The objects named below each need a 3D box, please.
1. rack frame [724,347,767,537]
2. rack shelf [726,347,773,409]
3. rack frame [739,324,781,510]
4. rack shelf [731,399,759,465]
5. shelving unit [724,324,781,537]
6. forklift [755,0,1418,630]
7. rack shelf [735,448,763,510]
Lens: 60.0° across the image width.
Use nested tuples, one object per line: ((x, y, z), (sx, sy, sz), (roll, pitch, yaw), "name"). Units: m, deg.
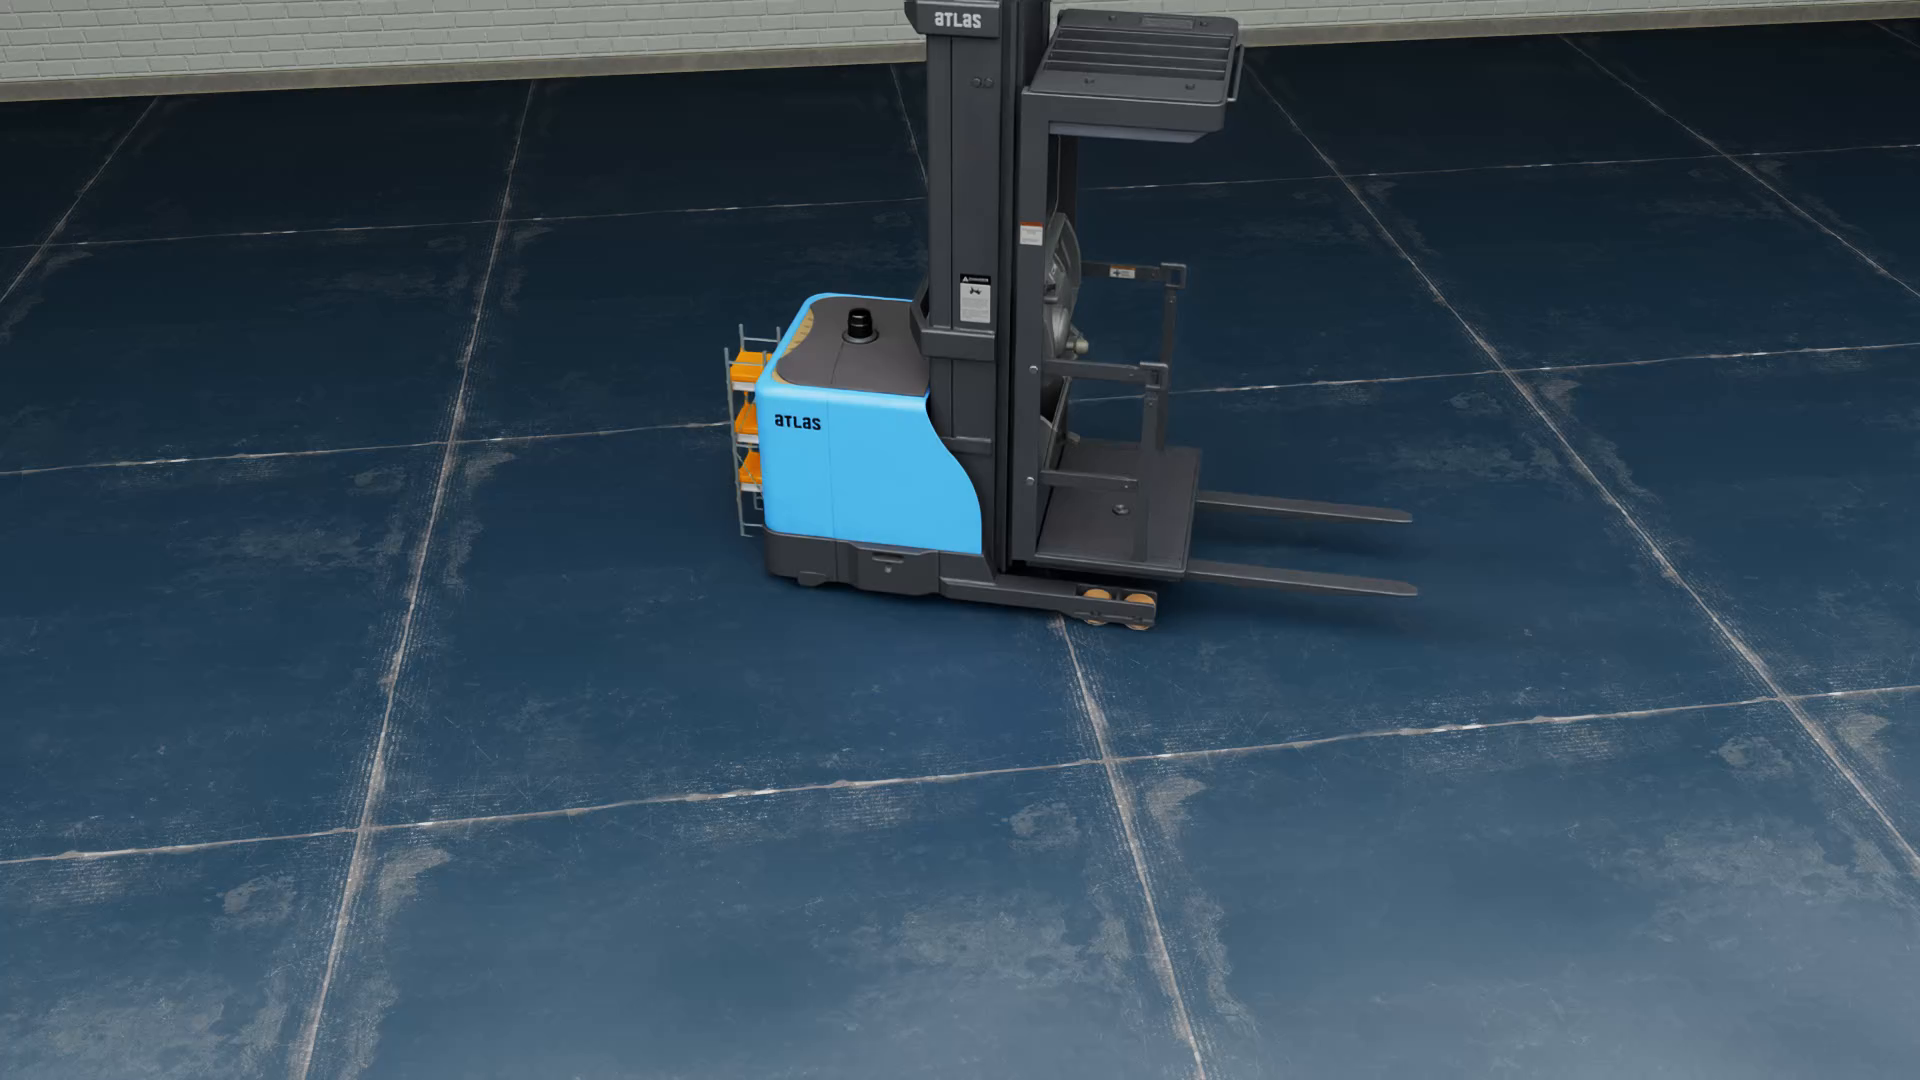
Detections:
((-0.991, -0.446, 7.972), (0.200, 1.050, 0.008), (6, 35, 8), "rack frame")
((-0.970, -0.739, 7.917), (0.215, 0.259, 0.240), (6, 35, 8), "rack shelf")
((-0.949, -0.581, 8.171), (0.200, 1.050, 0.008), (6, 35, 8), "rack frame")
((-0.970, -0.505, 8.077), (0.215, 0.259, 0.240), (6, 35, 8), "rack shelf")
((-0.970, -0.514, 8.071), (0.215, 1.050, 0.252), (6, 35, 8), "shelving unit")
((0.638, -1.124, 7.296), (3.031, 2.935, 1.130), (6, 35, 9), "forklift")
((-0.970, -0.275, 8.234), (0.215, 0.259, 0.240), (6, 35, 8), "rack shelf")
